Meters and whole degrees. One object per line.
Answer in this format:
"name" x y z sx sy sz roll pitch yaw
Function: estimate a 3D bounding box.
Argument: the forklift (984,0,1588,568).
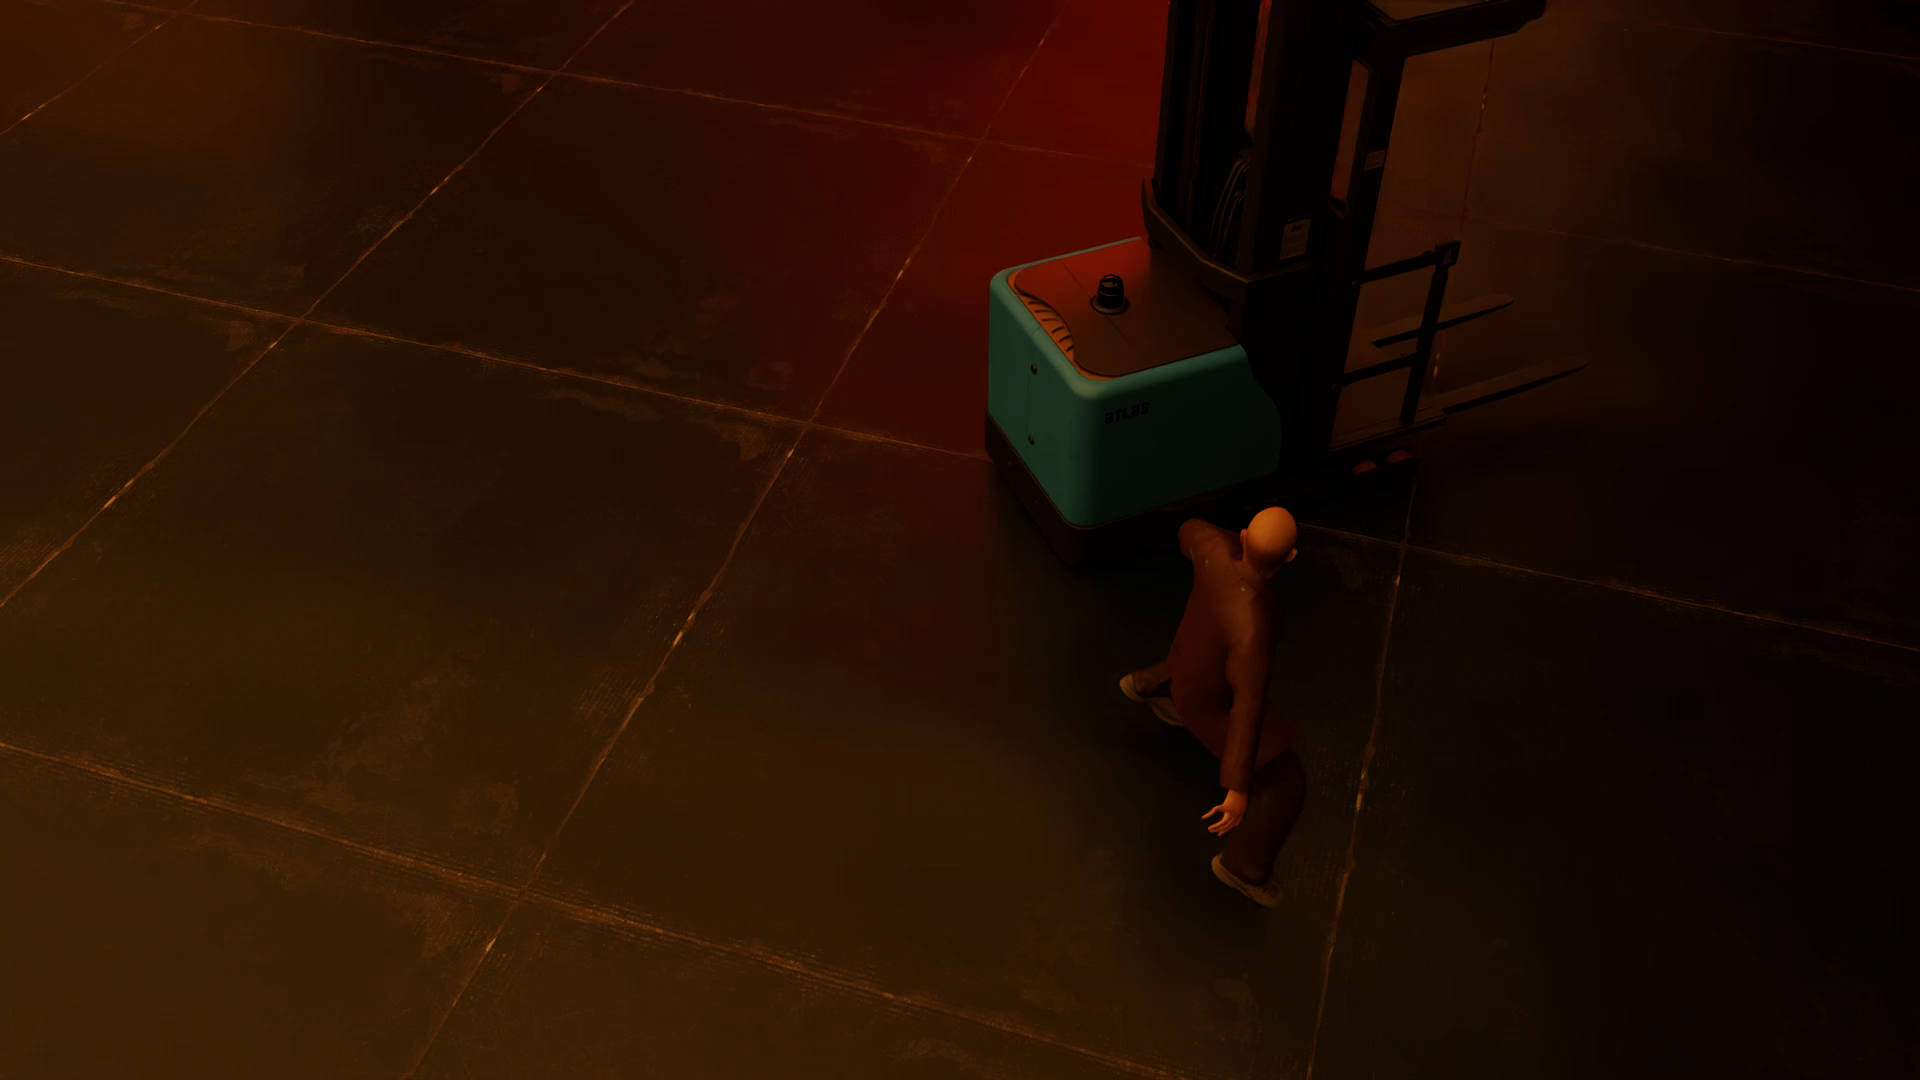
"forklift" 1.685 -1.609 7.418 3.031 2.935 1.130 -16 45 -17

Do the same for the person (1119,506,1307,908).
"person" 0.981 0.567 6.108 0.567 1.682 1.222 -3 43 -3
